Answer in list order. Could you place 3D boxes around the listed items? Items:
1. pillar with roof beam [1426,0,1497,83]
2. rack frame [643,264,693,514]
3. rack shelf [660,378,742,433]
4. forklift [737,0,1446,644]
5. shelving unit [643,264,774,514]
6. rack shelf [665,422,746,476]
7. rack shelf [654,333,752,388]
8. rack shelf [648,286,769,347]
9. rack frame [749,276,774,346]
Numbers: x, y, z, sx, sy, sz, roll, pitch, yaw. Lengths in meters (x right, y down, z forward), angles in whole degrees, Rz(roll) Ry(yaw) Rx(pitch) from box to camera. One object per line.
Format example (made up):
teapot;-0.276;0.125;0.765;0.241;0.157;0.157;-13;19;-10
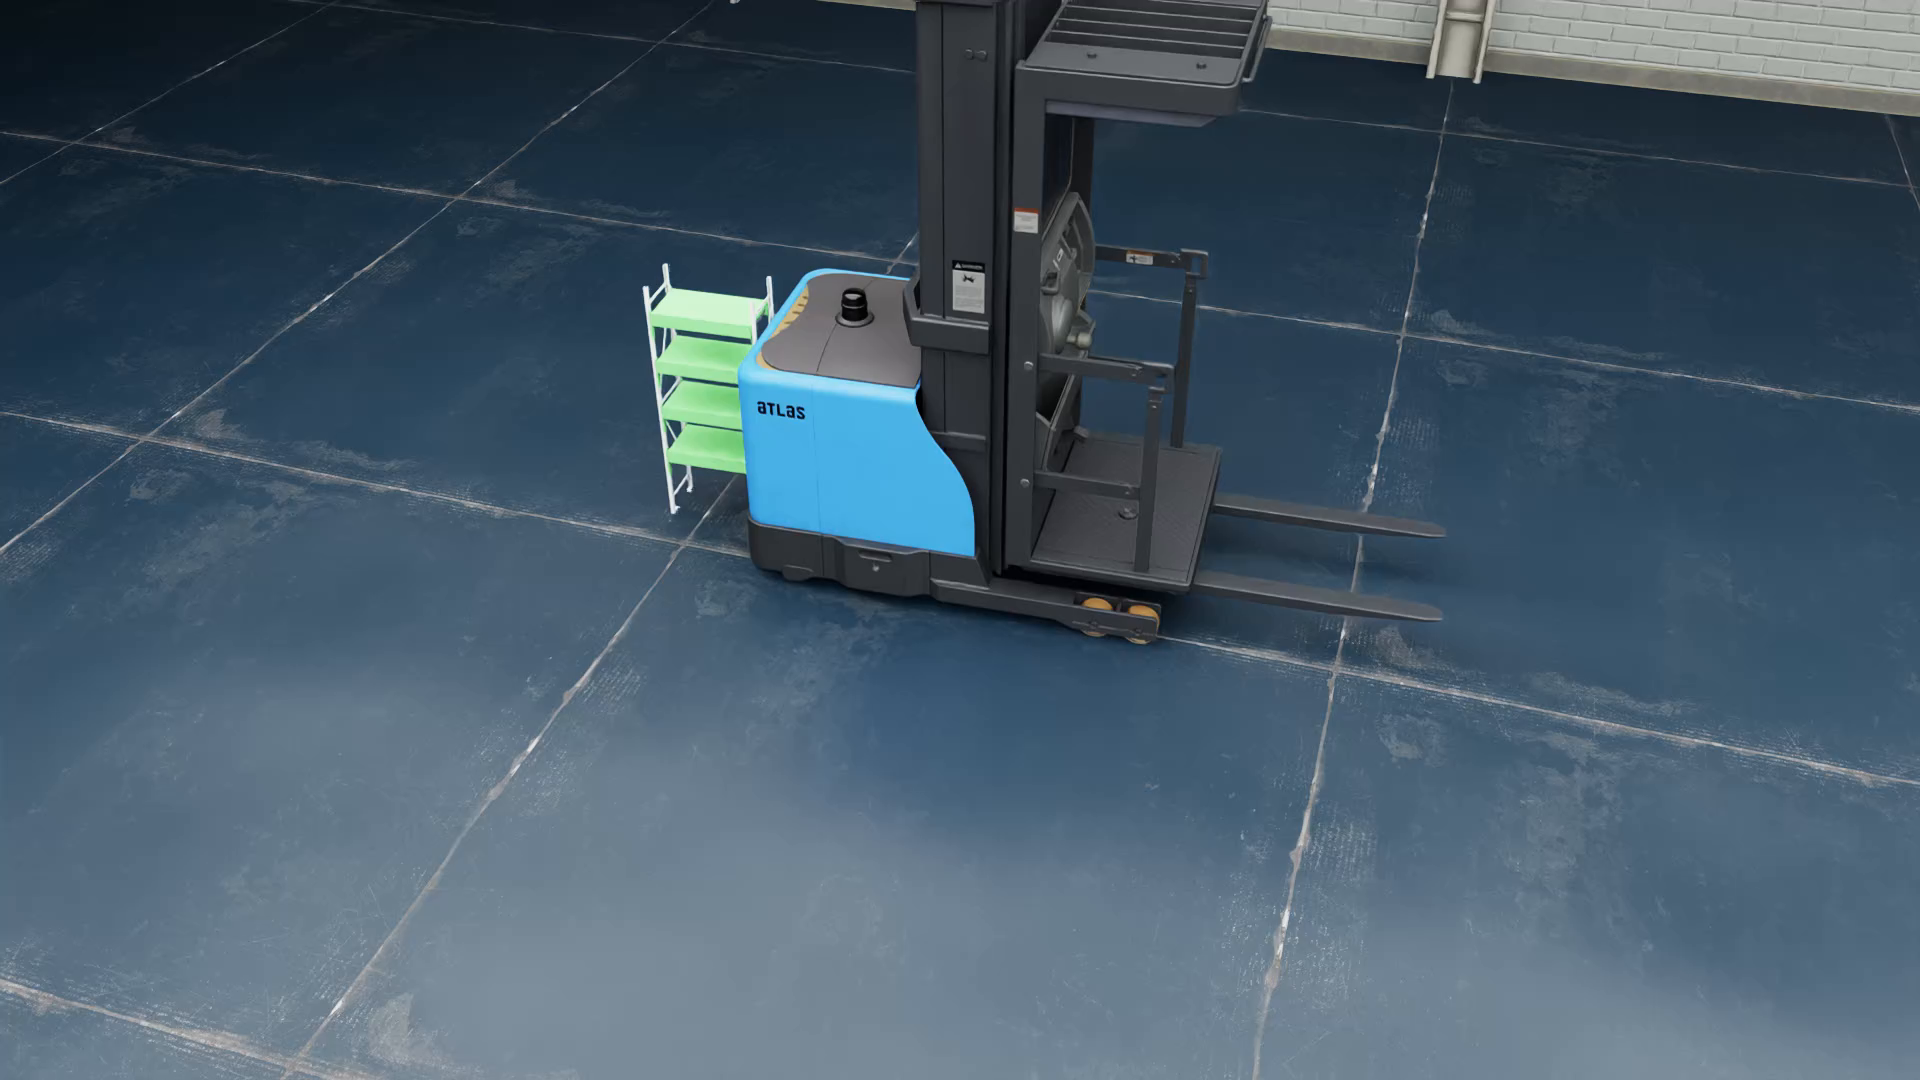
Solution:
pillar with roof beam;2.441;-4.703;6.549;0.400;9.000;9.100;10;38;14
rack frame;-1.337;-0.677;7.658;0.015;1.200;0.240;9;37;12
rack shelf;-1.101;-0.589;7.646;0.480;0.148;0.258;9;37;12
forklift;0.627;-1.084;6.751;3.031;2.935;1.130;9;37;12
shelving unit;-1.101;-0.641;7.609;0.503;1.200;0.258;9;37;12
rack shelf;-1.101;-0.396;7.789;0.480;0.148;0.258;9;37;12
rack shelf;-1.101;-0.783;7.504;0.480;0.148;0.258;9;37;12
rack shelf;-1.101;-0.976;7.362;0.480;0.148;0.258;9;37;12
rack frame;-0.865;-0.605;7.559;0.015;1.200;0.240;9;37;12
